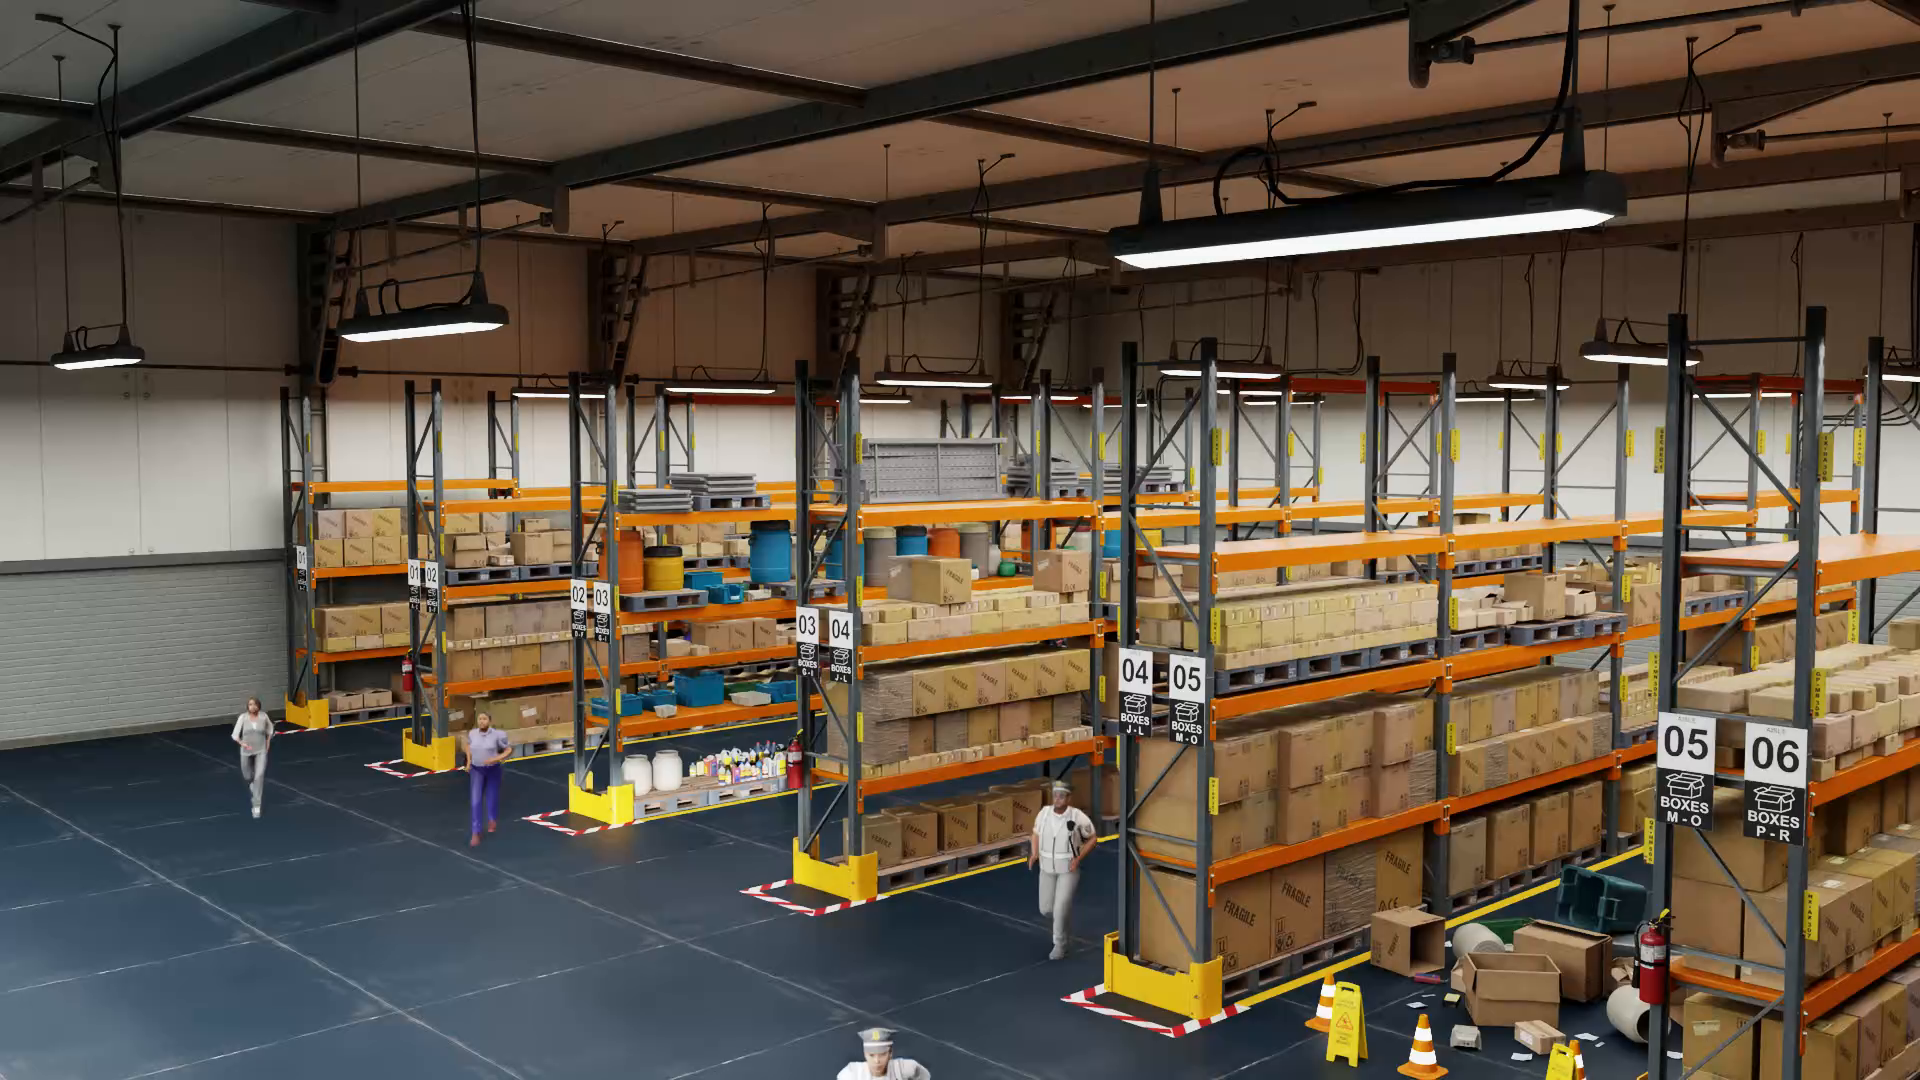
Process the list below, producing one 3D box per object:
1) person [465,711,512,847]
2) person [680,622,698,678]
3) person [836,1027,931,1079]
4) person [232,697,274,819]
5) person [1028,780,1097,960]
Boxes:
[{"bbox_3d":[-6.000,2.973,21.166,0.608,1.640,0.781,0,4,-7],"label":"person"},{"bbox_3d":[-5.086,2.350,31.583,0.562,1.613,0.687,3,5,40],"label":"person"},{"bbox_3d":[-0.491,3.698,10.096,0.612,1.689,0.992,0,4,4],"label":"person"},{"bbox_3d":[-9.678,2.931,22.772,0.513,1.590,1.023,-1,4,-18],"label":"person"},{"bbox_3d":[1.029,3.251,16.602,0.672,1.760,0.644,2,4,22],"label":"person"}]
